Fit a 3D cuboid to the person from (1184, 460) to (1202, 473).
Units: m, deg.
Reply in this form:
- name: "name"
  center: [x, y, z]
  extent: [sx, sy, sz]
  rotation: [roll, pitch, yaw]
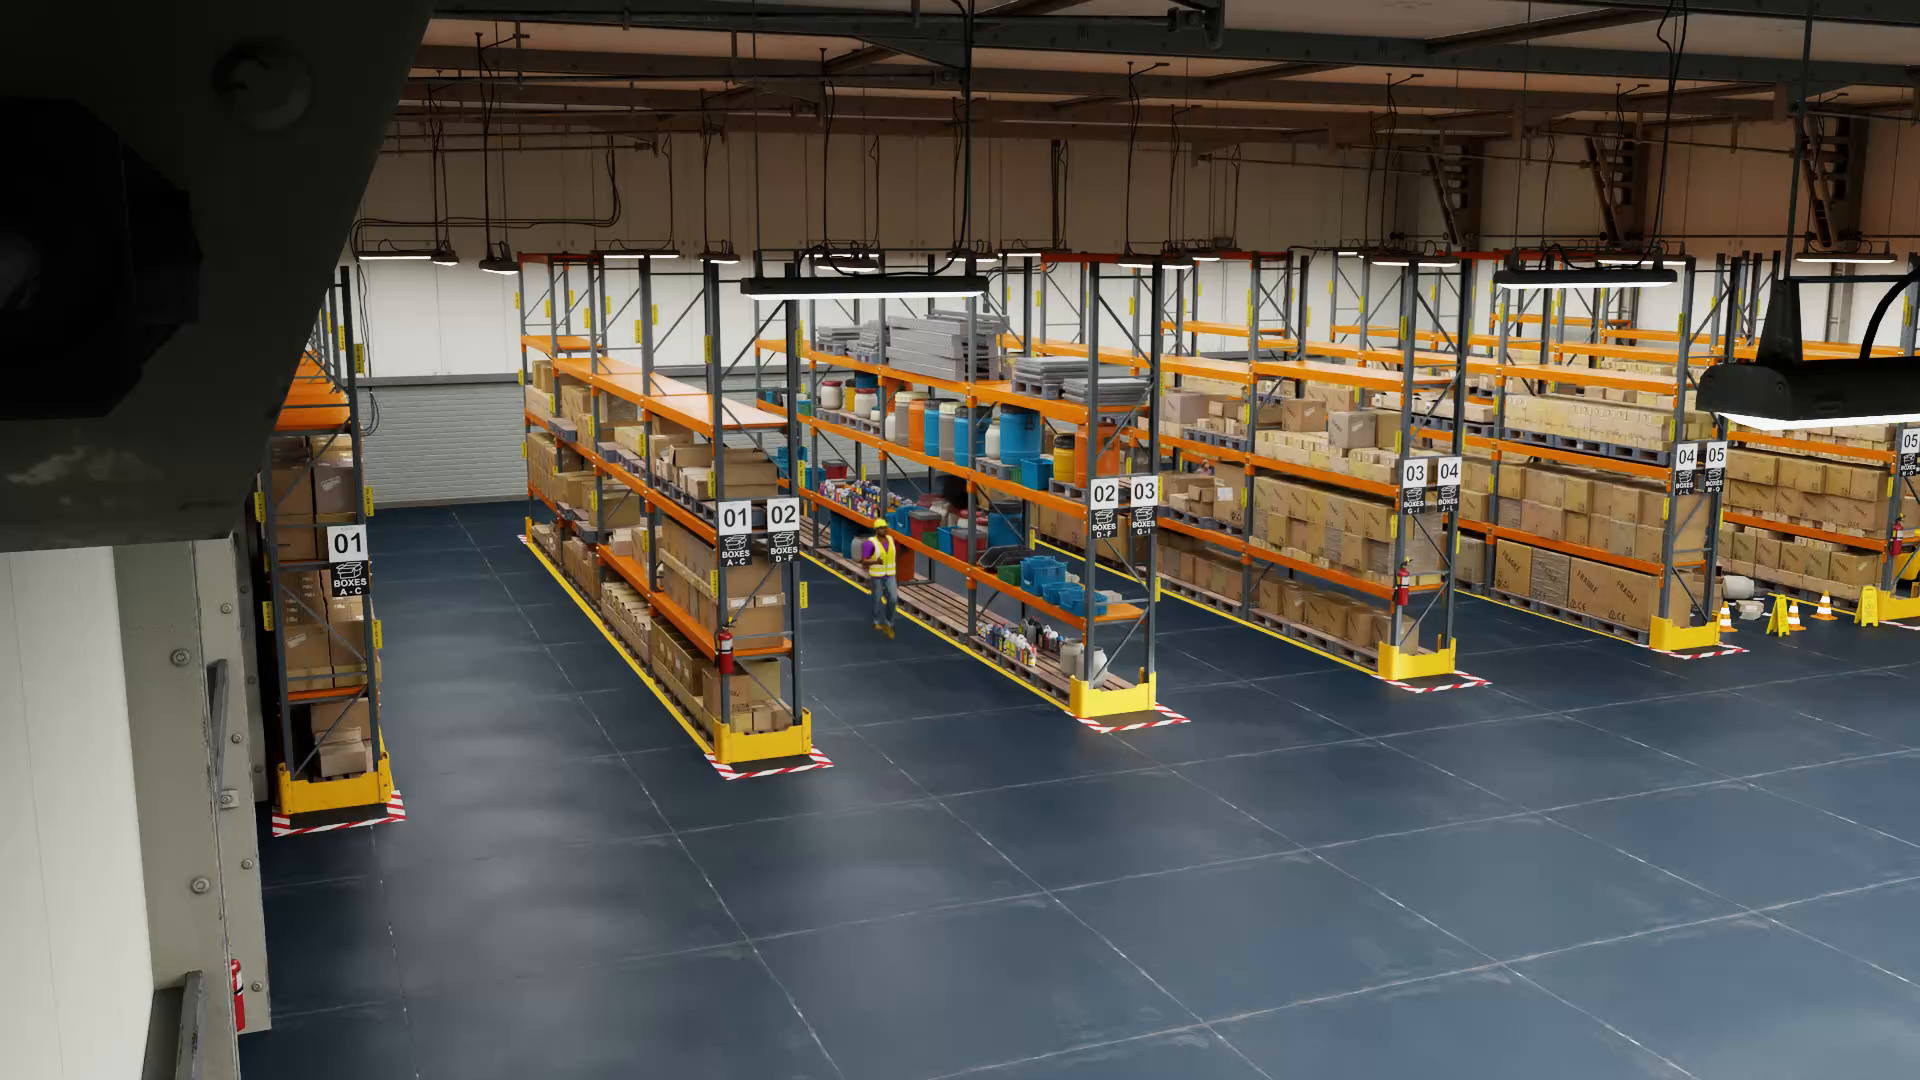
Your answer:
- name: "person"
  center: [5.837, -2.085, 41.611]
  extent: [0.858, 1.733, 0.762]
  rotation: [8, 13, 37]

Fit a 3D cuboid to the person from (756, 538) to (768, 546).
- name: "person"
  center: [-3.605, 0.002, 29.739]
  extent: [0.562, 1.539, 0.859]
  rotation: [-7, 12, -33]

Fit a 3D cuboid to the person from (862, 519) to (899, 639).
- name: "person"
  center: [-1.161, 0.599, 25.414]
  extent: [0.676, 1.857, 0.679]
  rotation: [-5, 11, -25]

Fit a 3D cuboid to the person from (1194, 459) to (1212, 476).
- name: "person"
  center: [5.306, -1.026, 36.124]
  extent: [0.546, 1.472, 0.483]
  rotation: [-6, 12, -28]
